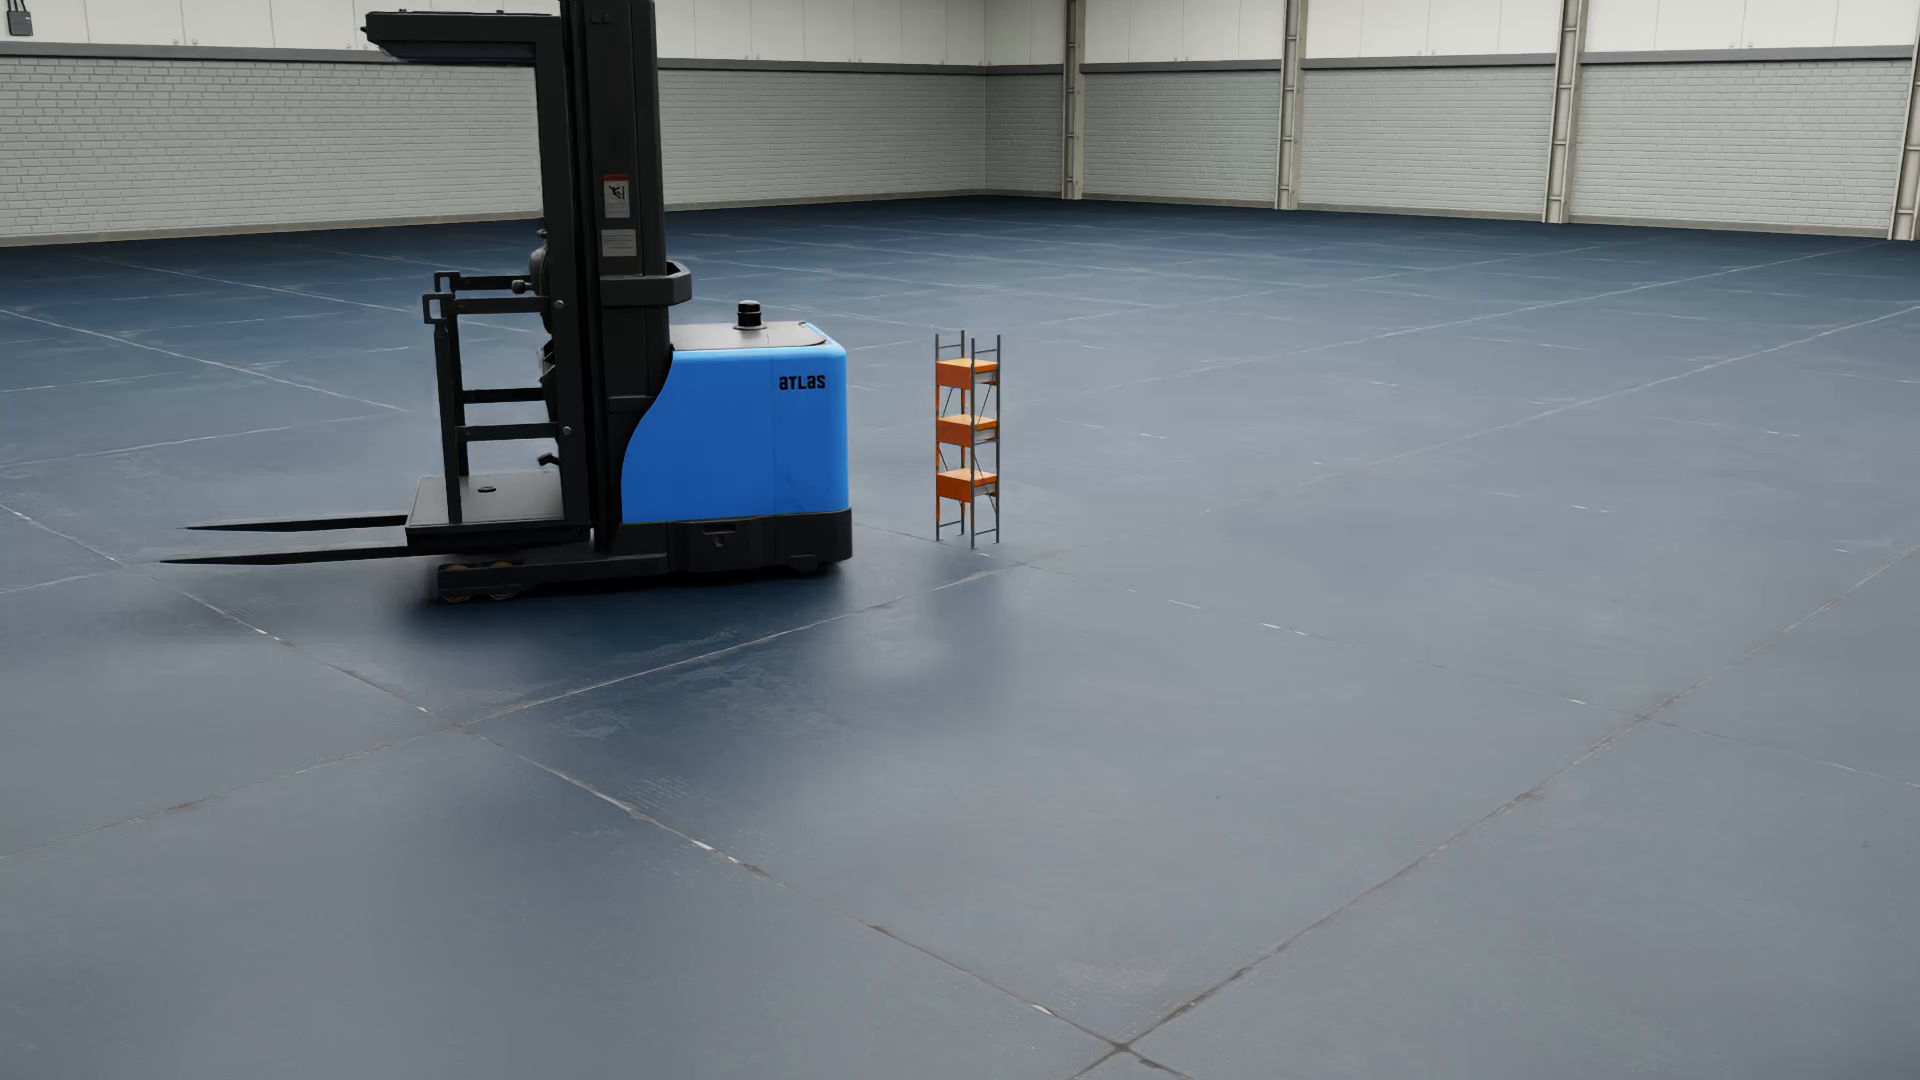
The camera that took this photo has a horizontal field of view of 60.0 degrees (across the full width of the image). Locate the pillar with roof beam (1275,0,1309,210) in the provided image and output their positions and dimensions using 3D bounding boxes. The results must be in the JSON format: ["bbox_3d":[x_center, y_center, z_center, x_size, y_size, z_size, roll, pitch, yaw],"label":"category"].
[{"bbox_3d":[3.998,-10.653,31.472,0.400,9.000,9.100,14,20,42],"label":"pillar with roof beam"}]

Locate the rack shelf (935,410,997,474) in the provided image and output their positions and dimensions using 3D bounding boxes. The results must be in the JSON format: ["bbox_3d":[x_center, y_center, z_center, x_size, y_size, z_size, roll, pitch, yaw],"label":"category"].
[{"bbox_3d":[0.039,-0.488,8.266,0.240,0.259,0.215,14,20,42],"label":"rack shelf"}]

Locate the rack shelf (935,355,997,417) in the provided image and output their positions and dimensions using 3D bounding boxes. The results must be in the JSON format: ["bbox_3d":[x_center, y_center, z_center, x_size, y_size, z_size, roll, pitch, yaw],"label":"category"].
[{"bbox_3d":[0.039,-0.763,8.195,0.240,0.259,0.215,14,20,42],"label":"rack shelf"}]

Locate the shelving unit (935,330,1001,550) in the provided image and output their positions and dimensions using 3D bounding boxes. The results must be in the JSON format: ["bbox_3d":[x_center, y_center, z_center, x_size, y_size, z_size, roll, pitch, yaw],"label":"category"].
[{"bbox_3d":[0.039,-0.499,8.264,0.252,1.050,0.215,14,20,42],"label":"shelving unit"}]

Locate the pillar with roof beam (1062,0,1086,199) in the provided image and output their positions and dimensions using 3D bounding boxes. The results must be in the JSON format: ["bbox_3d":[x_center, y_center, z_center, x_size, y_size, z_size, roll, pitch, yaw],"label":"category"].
[{"bbox_3d":[-0.321,-11.704,35.502,0.400,9.000,9.100,14,20,42],"label":"pillar with roof beam"}]

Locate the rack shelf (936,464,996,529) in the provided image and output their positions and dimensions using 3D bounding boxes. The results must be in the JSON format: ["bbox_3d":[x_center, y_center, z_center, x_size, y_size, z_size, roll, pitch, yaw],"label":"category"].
[{"bbox_3d":[0.039,-0.219,8.337,0.240,0.259,0.215,14,20,42],"label":"rack shelf"}]

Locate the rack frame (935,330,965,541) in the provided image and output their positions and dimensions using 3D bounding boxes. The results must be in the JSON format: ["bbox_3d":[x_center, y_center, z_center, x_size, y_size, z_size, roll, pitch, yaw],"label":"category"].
[{"bbox_3d":[-0.049,-0.520,8.346,0.008,1.050,0.200,14,20,42],"label":"rack frame"}]

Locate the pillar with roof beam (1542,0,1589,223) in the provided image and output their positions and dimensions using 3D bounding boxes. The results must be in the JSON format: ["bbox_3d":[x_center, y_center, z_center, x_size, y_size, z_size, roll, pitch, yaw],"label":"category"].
[{"bbox_3d":[8.317,-9.603,27.442,0.400,9.000,9.100,14,20,42],"label":"pillar with roof beam"}]

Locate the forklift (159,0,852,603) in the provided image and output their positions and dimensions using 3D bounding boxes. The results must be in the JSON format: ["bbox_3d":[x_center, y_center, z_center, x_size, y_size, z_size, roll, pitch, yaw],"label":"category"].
[{"bbox_3d":[-2.083,-1.287,7.559,3.031,2.935,1.130,-4,15,-14],"label":"forklift"}]

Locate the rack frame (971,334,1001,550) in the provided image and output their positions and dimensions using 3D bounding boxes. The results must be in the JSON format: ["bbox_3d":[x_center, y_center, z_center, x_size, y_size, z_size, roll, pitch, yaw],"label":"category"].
[{"bbox_3d":[0.126,-0.477,8.182,0.008,1.050,0.200,14,20,42],"label":"rack frame"}]

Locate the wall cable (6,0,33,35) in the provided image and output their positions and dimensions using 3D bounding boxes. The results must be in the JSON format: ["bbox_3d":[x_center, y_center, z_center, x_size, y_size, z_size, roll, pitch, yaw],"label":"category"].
[{"bbox_3d":[-13.800,-10.889,25.631,0.169,6.003,2.305,14,20,42],"label":"wall cable"}]

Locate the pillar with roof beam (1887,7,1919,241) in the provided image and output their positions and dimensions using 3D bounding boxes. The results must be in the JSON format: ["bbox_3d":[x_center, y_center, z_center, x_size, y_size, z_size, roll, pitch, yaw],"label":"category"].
[{"bbox_3d":[12.636,-8.553,23.412,0.400,9.000,9.100,14,20,42],"label":"pillar with roof beam"}]
